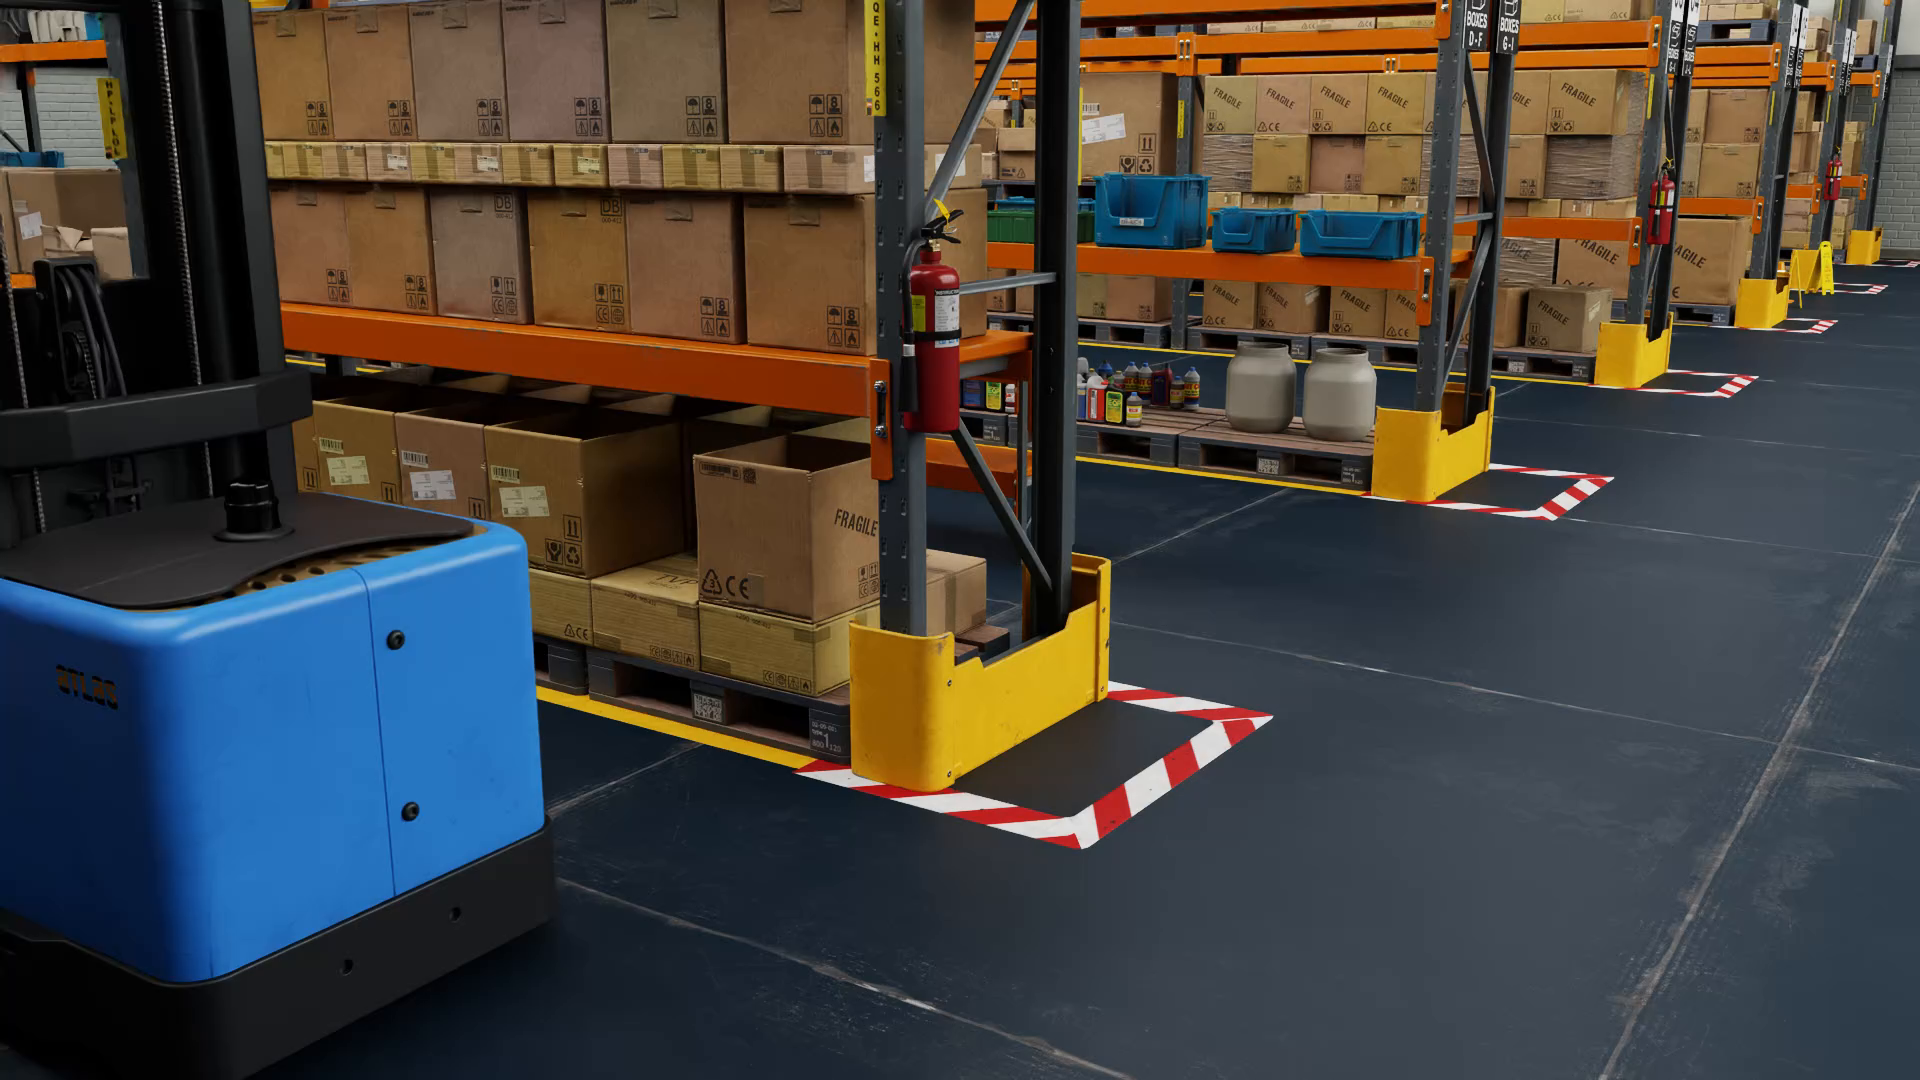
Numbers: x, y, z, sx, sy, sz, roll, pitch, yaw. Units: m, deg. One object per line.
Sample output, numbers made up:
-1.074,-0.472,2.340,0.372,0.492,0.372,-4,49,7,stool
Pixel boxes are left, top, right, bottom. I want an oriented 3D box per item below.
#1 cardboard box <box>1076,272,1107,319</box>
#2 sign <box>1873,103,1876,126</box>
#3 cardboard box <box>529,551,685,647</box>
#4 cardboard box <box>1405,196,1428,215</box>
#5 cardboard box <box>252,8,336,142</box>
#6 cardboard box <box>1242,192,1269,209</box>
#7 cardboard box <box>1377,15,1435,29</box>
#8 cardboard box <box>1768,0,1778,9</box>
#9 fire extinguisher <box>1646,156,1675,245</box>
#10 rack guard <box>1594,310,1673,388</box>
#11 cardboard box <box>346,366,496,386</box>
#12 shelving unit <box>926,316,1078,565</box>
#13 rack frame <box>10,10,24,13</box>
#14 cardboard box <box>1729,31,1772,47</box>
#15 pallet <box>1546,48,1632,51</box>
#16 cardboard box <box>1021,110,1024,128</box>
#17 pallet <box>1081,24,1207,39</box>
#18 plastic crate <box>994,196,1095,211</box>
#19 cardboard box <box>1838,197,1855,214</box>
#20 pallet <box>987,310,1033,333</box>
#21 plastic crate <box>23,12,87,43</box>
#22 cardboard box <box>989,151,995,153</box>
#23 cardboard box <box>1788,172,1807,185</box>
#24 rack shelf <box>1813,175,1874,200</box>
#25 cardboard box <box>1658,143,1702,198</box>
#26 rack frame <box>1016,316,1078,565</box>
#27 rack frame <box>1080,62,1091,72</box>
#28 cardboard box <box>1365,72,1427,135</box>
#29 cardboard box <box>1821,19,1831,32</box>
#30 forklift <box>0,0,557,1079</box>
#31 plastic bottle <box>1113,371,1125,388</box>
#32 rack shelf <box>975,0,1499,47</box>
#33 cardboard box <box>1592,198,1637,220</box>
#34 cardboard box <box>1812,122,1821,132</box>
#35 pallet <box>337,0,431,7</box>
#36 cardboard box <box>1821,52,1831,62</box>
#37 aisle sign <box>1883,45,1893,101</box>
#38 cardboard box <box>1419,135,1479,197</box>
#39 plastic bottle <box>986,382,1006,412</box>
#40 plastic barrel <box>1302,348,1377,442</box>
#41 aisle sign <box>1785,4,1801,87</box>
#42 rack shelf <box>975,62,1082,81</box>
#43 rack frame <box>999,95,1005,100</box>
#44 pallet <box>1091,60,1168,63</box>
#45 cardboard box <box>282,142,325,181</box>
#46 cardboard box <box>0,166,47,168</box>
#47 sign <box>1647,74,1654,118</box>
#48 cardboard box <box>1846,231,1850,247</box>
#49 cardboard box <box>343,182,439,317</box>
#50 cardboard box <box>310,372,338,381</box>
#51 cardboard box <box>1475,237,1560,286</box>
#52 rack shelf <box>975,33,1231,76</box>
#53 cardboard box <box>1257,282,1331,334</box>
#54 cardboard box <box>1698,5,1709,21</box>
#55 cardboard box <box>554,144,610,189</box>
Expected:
1.405,-2.475,16.364,0.500,0.500,0.700,9,17,32,cardboard box
13.590,-6.320,24.711,0.005,0.325,0.100,9,17,33,sign
-1.373,0.178,6.212,0.500,0.250,0.500,9,17,33,cardboard box
3.952,-2.839,14.072,0.250,0.149,0.380,9,17,33,cardboard box
-2.453,-1.898,6.840,0.500,0.500,0.700,9,17,33,cardboard box
2.721,-3.045,14.905,0.250,0.149,0.380,9,17,33,cardboard box
3.808,-4.384,13.861,0.500,0.250,0.500,9,16,32,cardboard box
8.201,-5.655,17.294,0.500,0.250,0.500,9,17,33,cardboard box
5.444,-2.639,12.902,0.183,0.674,0.296,9,17,33,fire extinguisher
5.544,-1.580,13.667,0.348,0.500,1.175,9,17,33,rack guard
-2.329,-0.491,7.350,0.500,0.500,0.500,9,17,33,cardboard box
-0.006,-0.547,8.192,1.048,1.125,0.538,9,17,33,shelving unit
-10.434,-6.854,17.284,0.127,3.000,1.000,9,17,33,rack frame
10.153,-6.373,21.274,0.500,0.250,0.500,9,16,32,cardboard box
6.821,-5.433,17.970,1.213,0.211,1.003,9,17,33,pallet
0.920,-7.015,28.130,0.500,0.500,0.500,9,17,33,cardboard box
1.835,-4.789,15.575,1.003,0.211,1.213,9,17,33,pallet
0.593,-2.166,11.140,0.616,0.251,0.499,9,17,33,plastic crate
13.611,-5.206,25.881,0.500,0.250,0.500,9,16,32,cardboard box
0.624,-2.234,16.909,1.213,0.211,1.003,9,17,33,pallet
-8.767,-4.982,16.209,0.530,0.282,0.437,9,17,33,plastic crate
0.503,-3.825,16.940,0.258,0.266,0.396,9,16,31,cardboard box
10.708,-4.645,21.368,0.250,0.149,0.380,10,17,35,cardboard box
12.245,-5.669,26.478,4.000,0.370,1.077,9,17,33,rack shelf
7.657,-3.942,17.693,0.550,0.550,0.875,9,17,33,cardboard box
0.416,-0.479,7.916,0.032,1.125,0.500,9,17,33,rack frame
1.820,-4.832,21.600,0.127,3.000,1.000,9,17,33,rack frame
3.770,-3.689,14.073,0.500,0.500,0.500,9,17,33,cardboard box
10.956,-6.569,21.239,0.250,0.149,0.380,9,17,32,cardboard box
-2.538,-0.509,4.279,3.031,2.935,1.130,9,16,32,forklift
1.062,-1.029,11.147,0.097,0.201,0.097,0,14,0,plastic bottle
1.183,-3.171,10.146,4.000,0.370,1.077,9,17,33,rack shelf
5.255,-2.659,13.344,0.250,0.149,0.380,9,17,33,cardboard box
13.035,-6.320,25.435,0.250,0.149,0.380,10,17,34,cardboard box
-4.376,-4.355,13.826,1.213,0.211,1.003,9,17,33,pallet
11.043,-6.203,21.419,0.250,0.149,0.380,9,17,33,cardboard box
13.795,-6.944,24.723,0.004,0.787,0.394,9,17,33,aisle sign
4.293,-3.175,14.078,0.500,0.500,0.875,9,17,33,cardboard box
0.232,-0.981,10.780,0.133,0.283,0.061,10,17,35,plastic bottle
2.254,-0.865,9.880,0.421,0.512,0.421,0,14,0,plastic barrel
8.350,-4.952,16.674,0.004,0.787,0.394,9,17,33,aisle sign
0.161,-6.207,22.410,4.000,0.370,1.077,9,17,33,rack shelf
0.628,-7.896,33.976,0.127,3.000,1.000,9,17,33,rack frame
2.384,-6.121,20.956,1.003,0.211,1.213,10,17,35,pallet
-2.488,-1.531,6.709,0.250,0.149,0.380,9,17,32,cardboard box
-5.162,-1.709,8.775,0.500,0.500,0.500,8,16,30,cardboard box
5.280,-3.391,12.713,0.005,0.325,0.100,9,17,33,sign
13.606,-4.724,26.012,0.500,0.250,0.500,9,17,33,cardboard box
-2.017,-1.198,6.713,0.500,0.500,0.700,9,17,34,cardboard box
-3.034,-0.454,7.202,0.500,0.500,0.500,9,17,33,cardboard box
6.372,-3.250,18.756,0.875,0.875,0.875,9,17,33,cardboard box
0.628,-4.695,16.302,4.000,0.370,1.077,9,17,33,rack shelf
3.077,-2.174,15.190,0.500,0.500,0.500,-11,17,-36,cardboard box
7.571,-5.391,17.056,0.250,0.149,0.380,9,17,34,cardboard box
-1.204,-1.324,5.871,0.250,0.149,0.380,10,17,35,cardboard box
